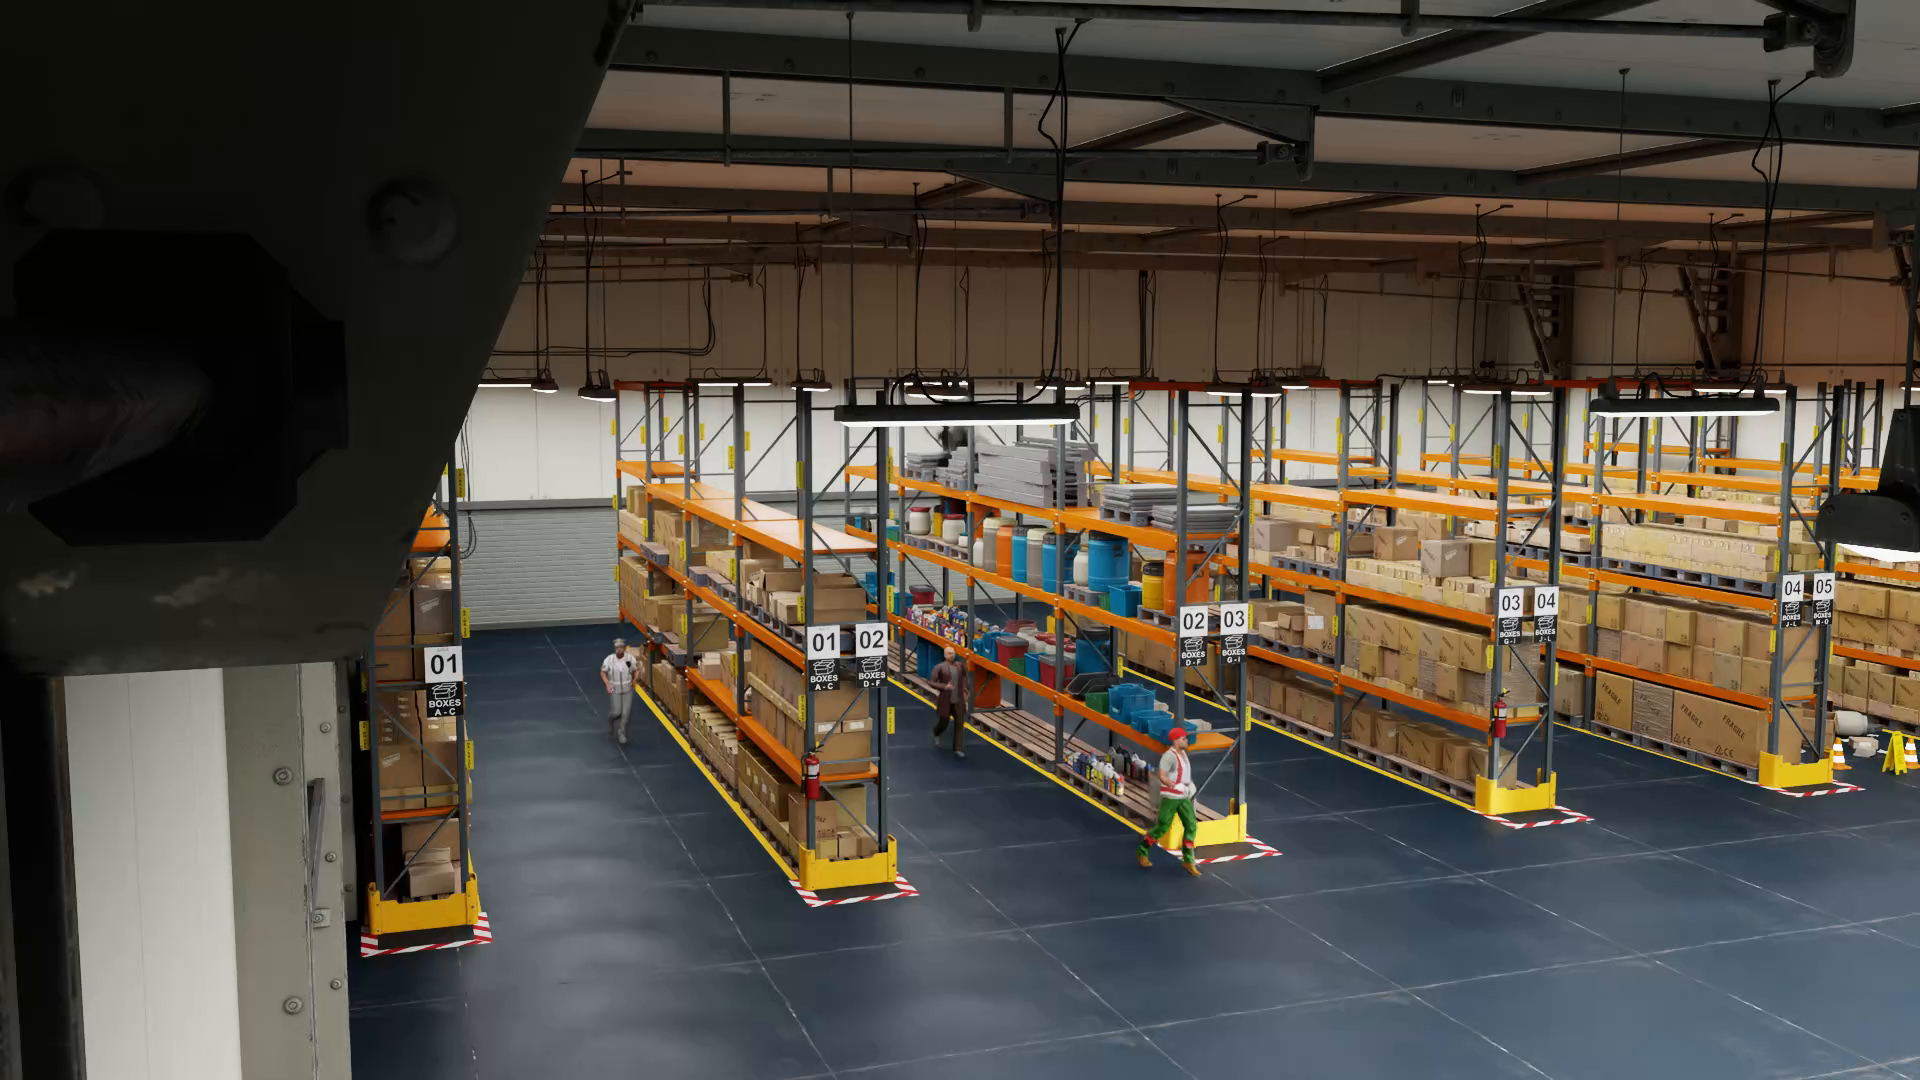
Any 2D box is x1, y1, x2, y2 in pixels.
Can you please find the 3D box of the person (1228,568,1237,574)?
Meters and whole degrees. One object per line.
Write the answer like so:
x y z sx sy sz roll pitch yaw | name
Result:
6.190 1.486 37.881 0.606 1.747 0.705 -1 6 -6 | person

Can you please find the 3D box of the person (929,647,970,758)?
-0.147 2.605 26.961 0.723 1.748 0.902 -2 7 -22 | person

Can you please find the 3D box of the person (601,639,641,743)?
-5.698 2.514 27.995 0.653 1.758 0.647 -2 6 -18 | person

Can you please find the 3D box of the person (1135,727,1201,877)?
2.712 3.245 20.844 0.875 1.797 0.723 5 8 37 | person
